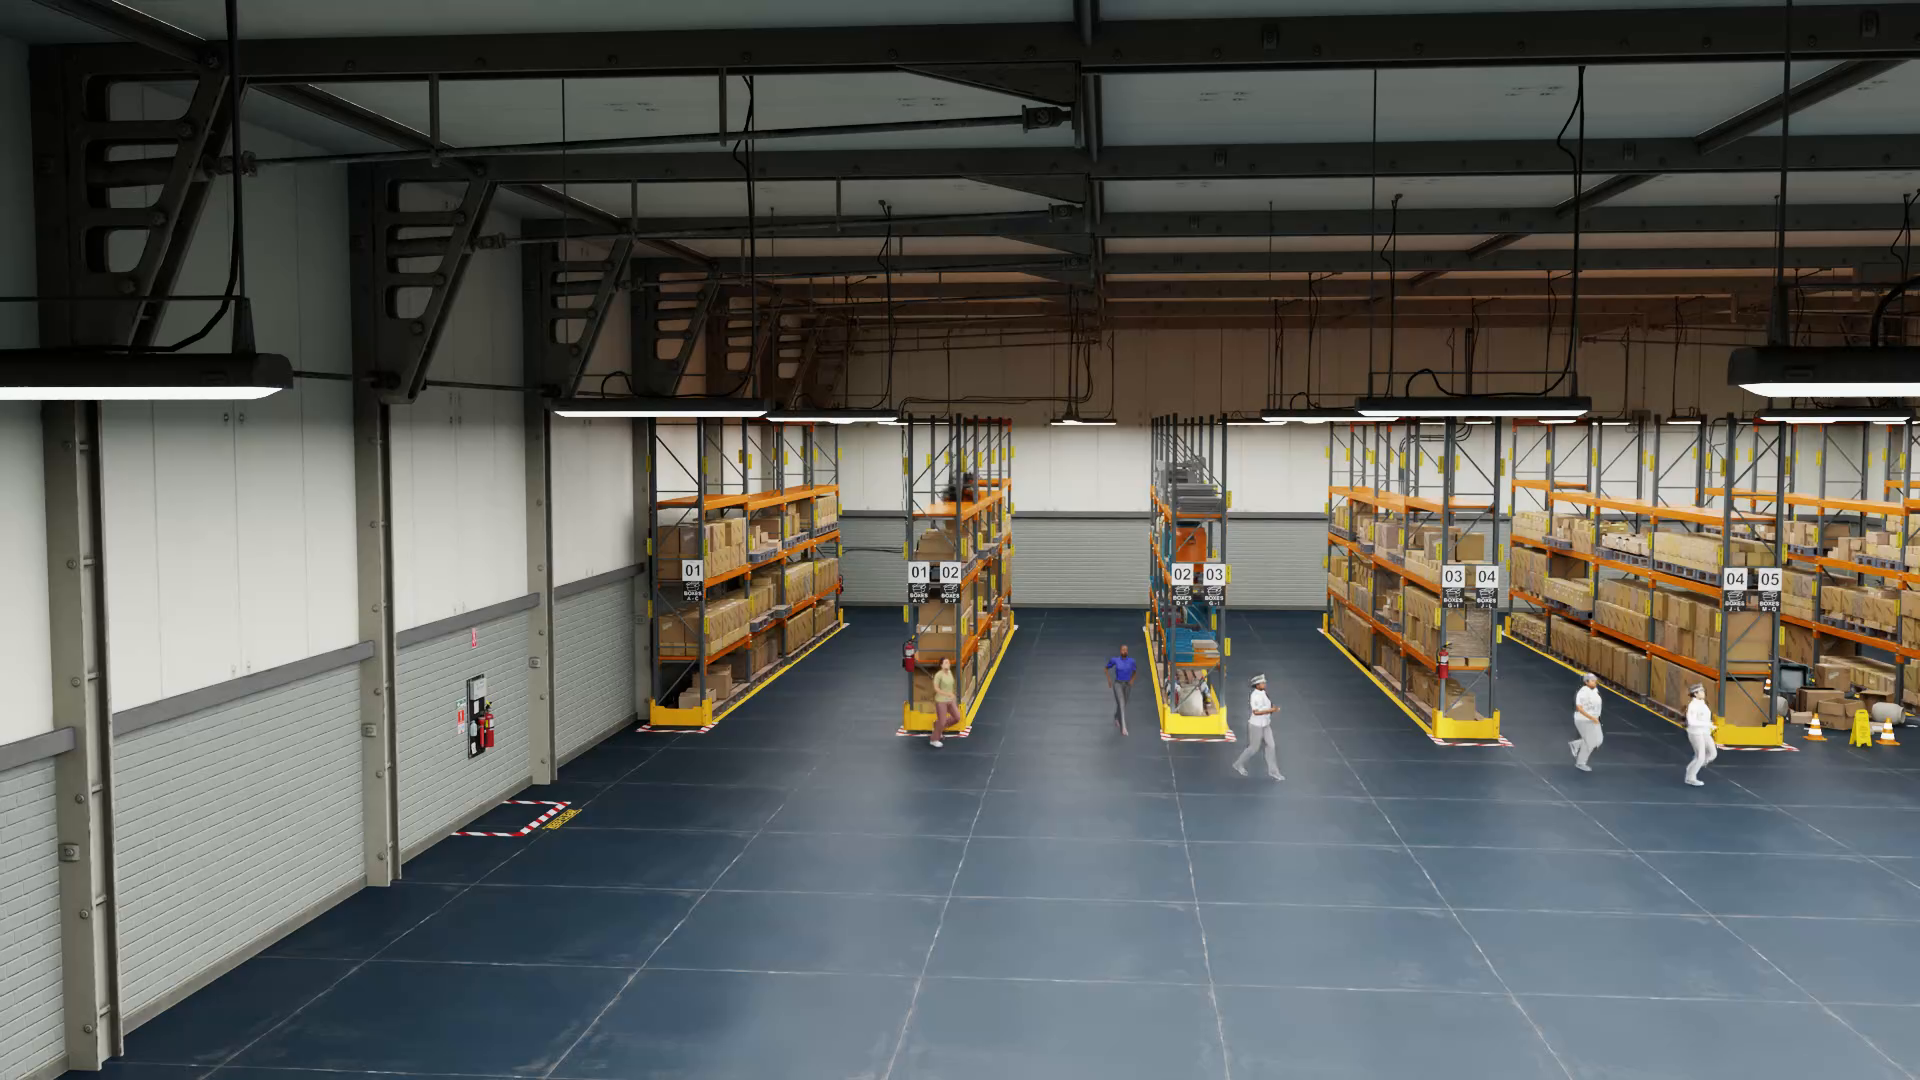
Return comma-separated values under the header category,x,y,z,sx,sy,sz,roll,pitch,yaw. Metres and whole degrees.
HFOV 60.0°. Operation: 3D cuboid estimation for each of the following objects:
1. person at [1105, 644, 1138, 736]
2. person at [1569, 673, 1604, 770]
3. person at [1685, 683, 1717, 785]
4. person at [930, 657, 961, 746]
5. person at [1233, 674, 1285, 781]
category,x,y,z,sx,sy,sz,roll,pitch,yaw
person,3.055,2.800,31.387,0.587,1.695,0.873,-1,4,-14
person,10.528,3.040,27.964,0.622,1.637,0.620,-3,5,-41
person,11.868,3.101,26.570,0.539,1.649,0.603,4,5,44
person,-0.256,2.904,29.910,0.632,1.619,0.609,3,5,42
person,4.868,3.031,27.028,0.850,1.719,0.570,2,4,29
